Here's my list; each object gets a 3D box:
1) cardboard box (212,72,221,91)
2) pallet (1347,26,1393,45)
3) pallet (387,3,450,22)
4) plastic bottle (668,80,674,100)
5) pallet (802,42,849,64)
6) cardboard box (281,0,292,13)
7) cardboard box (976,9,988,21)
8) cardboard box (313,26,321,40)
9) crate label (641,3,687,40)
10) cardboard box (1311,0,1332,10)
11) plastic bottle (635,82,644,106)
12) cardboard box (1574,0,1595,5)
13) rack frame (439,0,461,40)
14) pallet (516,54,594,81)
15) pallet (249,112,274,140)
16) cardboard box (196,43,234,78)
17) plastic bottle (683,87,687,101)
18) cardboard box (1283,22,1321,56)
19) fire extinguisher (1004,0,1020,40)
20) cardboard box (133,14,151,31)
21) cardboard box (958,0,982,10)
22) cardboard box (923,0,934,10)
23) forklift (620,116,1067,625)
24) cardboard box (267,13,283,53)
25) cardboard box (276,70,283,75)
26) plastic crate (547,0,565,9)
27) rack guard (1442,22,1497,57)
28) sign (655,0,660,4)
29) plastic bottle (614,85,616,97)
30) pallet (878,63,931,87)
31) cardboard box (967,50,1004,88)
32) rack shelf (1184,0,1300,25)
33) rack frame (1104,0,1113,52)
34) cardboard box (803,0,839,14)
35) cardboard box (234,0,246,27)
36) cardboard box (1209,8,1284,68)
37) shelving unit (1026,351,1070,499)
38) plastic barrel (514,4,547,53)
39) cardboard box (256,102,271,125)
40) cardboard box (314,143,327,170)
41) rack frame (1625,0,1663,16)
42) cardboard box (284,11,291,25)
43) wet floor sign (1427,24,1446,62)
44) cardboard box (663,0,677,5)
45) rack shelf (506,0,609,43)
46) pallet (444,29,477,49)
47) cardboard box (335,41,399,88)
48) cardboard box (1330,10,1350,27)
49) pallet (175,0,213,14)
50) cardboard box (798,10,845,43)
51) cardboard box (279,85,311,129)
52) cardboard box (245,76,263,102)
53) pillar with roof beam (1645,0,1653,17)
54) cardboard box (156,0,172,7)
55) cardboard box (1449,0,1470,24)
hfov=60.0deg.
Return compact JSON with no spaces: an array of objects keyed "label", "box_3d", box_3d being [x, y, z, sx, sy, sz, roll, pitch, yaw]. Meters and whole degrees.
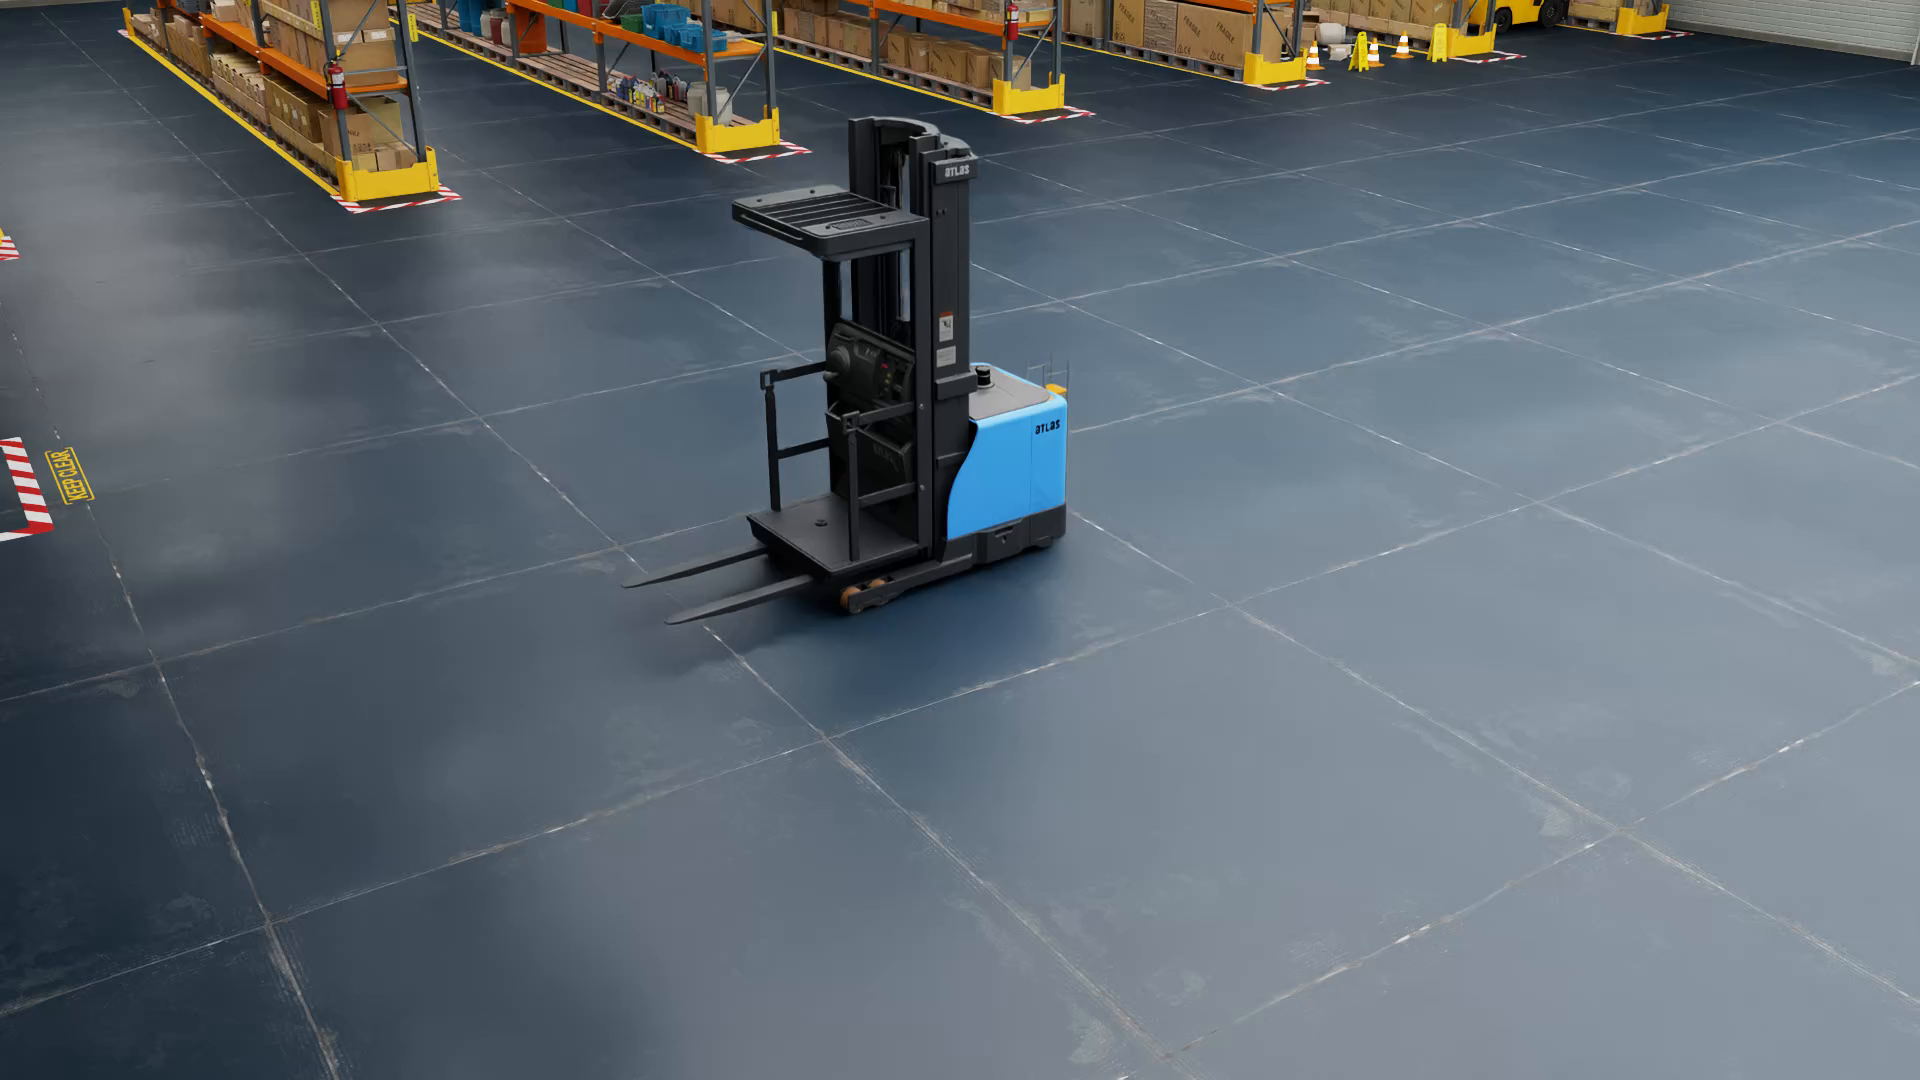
[{"label":"cardboard box","box_3d":[-11.517,-7.287,26.364,0.500,0.250,0.500,-16,29,-30]},{"label":"pallet","box_3d":[8.298,-9.853,32.336,1.003,0.211,1.213,-16,29,-30]},{"label":"pallet","box_3d":[-11.354,-11.046,34.864,1.003,0.211,1.213,-16,29,-30]},{"label":"plastic bottle","box_3d":[-4.419,-6.909,25.500,0.061,0.283,0.133,-16,29,-30]},{"label":"pallet","box_3d":[-2.168,-8.927,30.375,1.003,0.211,1.213,-16,29,-30]},{"label":"cardboard box","box_3d":[-8.576,-7.281,21.985,0.700,0.500,0.500,-16,29,-30]},{"label":"cardboard box","box_3d":[0.468,-8.150,25.756,0.380,0.149,0.250,-16,29,-30]},{"label":"cardboard box","box_3d":[-7.842,-6.351,20.774,0.380,0.149,0.250,-16,30,-30]},{"label":"crate label","box_3d":[-4.269,-7.499,24.043,0.502,0.435,0.616,-16,29,-30]},{"label":"cardboard box","box_3d":[7.328,-10.794,32.914,0.500,0.500,0.500,-14,29,-27]},{"label":"plastic bottle","box_3d":[-4.793,-6.715,25.010,0.144,0.351,0.185,-16,30,-30]},{"label":"cardboard box","box_3d":[12.780,-10.966,33.570,0.500,0.250,0.500,-16,30,-30]},{"label":"rack frame","box_3d":[-9.588,-11.180,31.882,1.000,3.000,0.127,-16,29,-30]},{"label":"pallet","box_3d":[-7.014,-8.202,28.840,1.003,0.211,1.213,-16,29,-30]},{"label":"pallet","box_3d":[-9.808,-6.159,24.512,1.003,0.211,1.213,-16,29,-30]},{"label":"cardboard box","box_3d":[-12.264,-7.945,27.441,0.500,0.500,0.500,-14,29,-28]},{"label":"plastic bottle","box_3d":[-4.174,-6.810,25.387,0.097,0.201,0.097,0,25,0]},{"label":"cardboard box","box_3d":[6.335,-9.261,30.741,0.637,0.503,0.797,7,26,15]},{"label":"fire extinguisher","box_3d":[0.789,-7.859,24.937,0.296,0.674,0.183,-16,29,-30]},{"label":"cardboard box","box_3d":[-15.592,-9.974,32.032,0.500,0.250,0.500,-16,29,-30]},{"label":"cardboard box","box_3d":[0.462,-8.576,25.900,0.875,0.500,0.500,-16,29,-30]},{"label":"cardboard box","box_3d":[-0.376,-8.679,26.878,0.380,0.149,0.250,-16,29,-30]},{"label":"forklift","box_3d":[-0.749,-1.108,10.626,3.031,2.935,1.130,-17,30,-32]},{"label":"cardboard box","box_3d":[-9.126,-7.054,23.023,0.700,0.500,0.500,-16,30,-31]},{"label":"cardboard box","box_3d":[-9.943,-6.937,24.965,0.500,0.311,0.500,-17,30,-31]},{"label":"plastic crate","box_3d":[-6.408,-8.780,27.046,0.450,0.188,0.662,-16,29,-30]},{"label":"rack guard","box_3d":[9.374,-9.249,30.718,1.175,0.500,0.348,-16,29,-30]},{"label":"sign","box_3d":[-4.754,-8.568,26.024,0.100,0.325,0.005,-16,29,-30]},{"label":"plastic bottle","box_3d":[-5.304,-6.963,25.712,0.097,0.201,0.097,0,25,0]},{"label":"pallet","box_3d":[-0.675,-7.980,28.369,1.003,0.211,1.213,-16,29,-30]},{"label":"cardboard box","box_3d":[0.430,-7.535,26.596,0.500,0.500,0.500,-8,26,-16]},{"label":"rack shelf","box_3d":[4.231,-9.552,29.276,1.077,0.370,4.000,-16,29,-30]},{"label":"rack frame","box_3d":[3.140,-10.593,30.637,1.000,3.000,0.127,-16,29,-30]},{"label":"cardboard box","box_3d":[-2.566,-9.891,30.686,0.500,0.250,0.500,-12,28,-24]},{"label":"cardboard box","box_3d":[-10.627,-8.045,25.124,0.500,0.500,0.500,-17,30,-32]},{"label":"cardboard box","box_3d":[4.898,-8.618,28.452,0.875,0.875,0.875,-15,29,-29]},{"label":"shelving unit","box_3d":[0.615,-0.728,11.850,0.258,1.200,0.189,-18,31,-33]},{"label":"plastic barrel","box_3d":[-7.686,-9.129,29.587,0.600,0.830,0.708,-16,29,-30]},{"label":"cardboard box","box_3d":[-9.843,-6.193,24.046,0.500,0.250,0.500,-16,30,-30]},{"label":"cardboard box","box_3d":[-8.013,-4.981,21.478,0.500,0.250,0.500,-16,29,-30]},{"label":"rack frame","box_3d":[13.572,-11.510,32.580,1.000,3.000,0.127,-16,29,-30]},{"label":"cardboard box","box_3d":[-8.682,-6.903,21.945,0.380,0.149,0.250,-17,30,-31]},{"label":"wet floor sign","box_3d":[8.623,-8.970,29.957,0.267,0.644,0.232,-6,26,-12]},{"label":"cardboard box","box_3d":[-5.732,-11.818,35.230,0.875,0.875,0.875,-16,29,-30]},{"label":"rack shelf","box_3d":[-6.313,-8.709,27.489,1.077,0.370,4.000,-16,29,-30]},{"label":"pallet","box_3d":[-9.202,-9.633,31.872,1.003,0.211,1.213,-16,29,-30]},{"label":"cardboard box","box_3d":[-7.434,-5.950,20.686,0.700,0.500,0.500,-16,29,-30]},{"label":"cardboard box","box_3d":[7.628,-10.267,32.676,0.500,0.250,0.500,-14,29,-27]},{"label":"pallet","box_3d":[-11.986,-8.736,26.928,1.213,0.211,1.003,-16,29,-30]},{"label":"cardboard box","box_3d":[-2.559,-9.542,30.824,0.700,0.500,0.500,-18,31,-34]},{"label":"cardboard box","box_3d":[-8.837,-5.855,22.452,0.500,0.500,0.500,-16,29,-30]},{"label":"cardboard box","box_3d":[-10.124,-6.628,24.312,0.500,0.311,0.500,-15,29,-28]},{"label":"pillar with roof beam","box_3d":[10.340,-13.679,30.147,9.100,9.000,0.400,-16,29,-30]},{"label":"cardboard box","box_3d":[-15.421,-10.389,32.619,0.500,0.500,0.500,-16,29,-30]},{"label":"cardboard box","box_3d":[9.193,-9.999,31.230,0.500,0.500,0.500,-17,30,-31]}]
